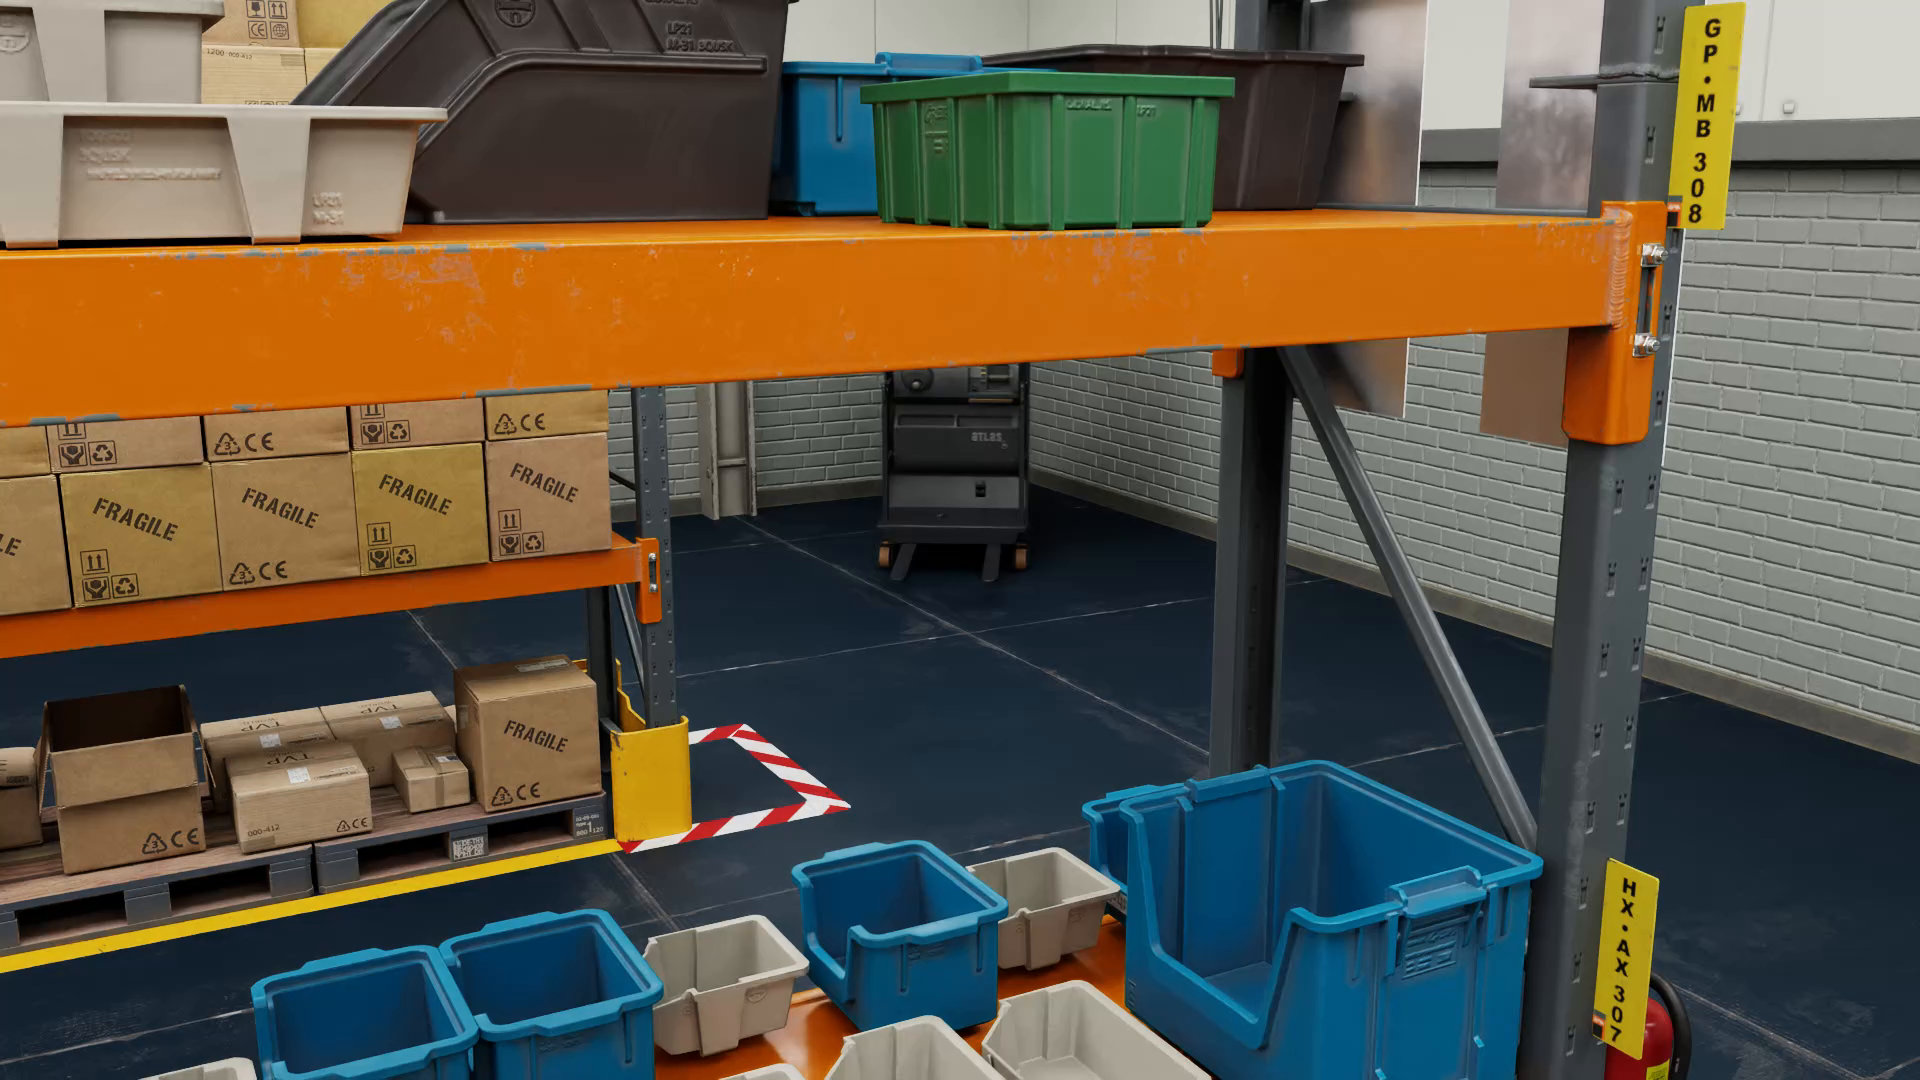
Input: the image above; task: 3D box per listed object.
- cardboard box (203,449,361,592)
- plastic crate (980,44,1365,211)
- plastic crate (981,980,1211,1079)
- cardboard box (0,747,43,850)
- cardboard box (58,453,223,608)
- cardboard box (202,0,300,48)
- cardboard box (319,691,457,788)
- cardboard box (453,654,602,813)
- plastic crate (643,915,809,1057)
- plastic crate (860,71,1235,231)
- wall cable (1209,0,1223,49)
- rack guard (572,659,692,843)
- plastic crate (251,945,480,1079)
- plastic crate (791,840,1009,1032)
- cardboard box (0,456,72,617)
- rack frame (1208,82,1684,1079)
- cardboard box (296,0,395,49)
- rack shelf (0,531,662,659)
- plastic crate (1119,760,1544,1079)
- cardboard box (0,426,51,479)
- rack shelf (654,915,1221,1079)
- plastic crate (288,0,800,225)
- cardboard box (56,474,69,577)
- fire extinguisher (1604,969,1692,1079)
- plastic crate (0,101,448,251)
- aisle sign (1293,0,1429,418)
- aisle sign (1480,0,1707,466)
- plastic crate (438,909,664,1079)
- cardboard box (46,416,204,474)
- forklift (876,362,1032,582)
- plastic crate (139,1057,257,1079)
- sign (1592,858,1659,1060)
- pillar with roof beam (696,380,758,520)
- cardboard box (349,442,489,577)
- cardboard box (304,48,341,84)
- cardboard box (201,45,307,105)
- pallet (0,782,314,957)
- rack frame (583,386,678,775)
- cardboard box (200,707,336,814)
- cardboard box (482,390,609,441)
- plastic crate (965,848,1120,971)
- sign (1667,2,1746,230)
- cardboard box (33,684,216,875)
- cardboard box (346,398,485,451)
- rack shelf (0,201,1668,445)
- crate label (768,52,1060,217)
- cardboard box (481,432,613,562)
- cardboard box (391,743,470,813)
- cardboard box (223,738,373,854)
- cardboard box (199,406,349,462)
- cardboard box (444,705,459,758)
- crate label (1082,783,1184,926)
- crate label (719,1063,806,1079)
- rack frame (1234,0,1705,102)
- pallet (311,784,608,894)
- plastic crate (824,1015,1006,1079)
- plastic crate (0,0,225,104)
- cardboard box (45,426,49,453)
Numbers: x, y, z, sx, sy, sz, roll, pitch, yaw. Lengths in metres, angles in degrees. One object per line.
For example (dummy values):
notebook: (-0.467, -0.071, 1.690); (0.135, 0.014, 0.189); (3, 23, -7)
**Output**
cardboard box: (-2.691, -0.120, 6.583); (0.500, 0.500, 0.500); (-7, 14, -27)
plastic crate: (0.364, -0.735, 3.011); (0.590, 0.269, 0.497); (-7, 14, -28)
plastic crate: (0.207, 0.898, 2.753); (0.243, 0.136, 0.396); (-7, 14, -28)
cardboard box: (-4.023, 1.047, 6.747); (0.500, 0.311, 0.500); (-7, 14, -28)
cardboard box: (-3.134, -0.067, 6.348); (0.500, 0.500, 0.500); (-7, 14, -29)
cardboard box: (-2.845, -2.111, 6.320); (0.500, 0.500, 0.700); (-7, 14, -28)
cardboard box: (-2.587, 0.904, 7.519); (0.500, 0.250, 0.500); (-7, 14, -28)
cardboard box: (-1.894, 0.832, 7.272); (0.500, 0.500, 0.500); (-7, 14, -28)
plastic crate: (-0.456, 0.829, 3.060); (0.298, 0.136, 0.250); (-7, 14, -28)
plastic crate: (0.107, -0.524, 2.255); (0.336, 0.188, 0.450); (-7, 14, -28)
wall cable: (1.224, -3.170, 13.771); (0.112, 2.526, 3.097); (-7, 14, -28)
rack guard: (-1.601, 0.950, 7.749); (0.348, 0.500, 1.175); (-7, 14, -28)
plastic crate: (-0.958, 0.862, 2.690); (0.300, 0.233, 0.416); (-7, 14, -28)
plastic crate: (-0.117, 0.762, 3.138); (0.300, 0.233, 0.416); (-7, 14, -28)
cardboard box: (-3.579, -0.013, 6.109); (0.500, 0.500, 0.500); (-7, 14, -28)
rack frame: (0.836, 0.677, 3.267); (0.127, 3.000, 1.000); (-7, 14, -28)
cardboard box: (-2.457, -2.184, 6.645); (0.500, 0.500, 0.700); (-7, 14, -28)
rack shelf: (-3.290, 0.284, 6.655); (4.000, 0.370, 1.077); (-7, 14, -28)
plastic crate: (0.631, 0.702, 2.940); (0.499, 0.435, 0.616); (-7, 14, -28)
cardboard box: (-3.593, -0.497, 5.981); (0.500, 0.500, 0.500); (-7, 15, -30)
rack shelf: (-0.920, 1.239, 2.411); (4.000, 0.370, 1.077); (-7, 14, -28)
plastic crate: (-0.637, -0.648, 2.466); (0.767, 0.338, 0.504); (-7, 14, -28)
cardboard box: (-3.828, -0.117, 6.567); (0.500, 0.500, 0.500); (-6, 14, -27)
fire extinguisher: (1.186, 0.969, 2.998); (0.183, 0.674, 0.296); (-7, 14, -28)
plastic crate: (-0.859, -0.392, 1.788); (0.530, 0.136, 0.437); (-7, 14, -28)
aisle sign: (0.756, -0.656, 3.270); (0.004, 0.787, 0.394); (-7, 14, -28)
aisle sign: (1.039, -0.542, 2.764); (0.004, 0.787, 0.394); (-7, 14, -28)
plastic crate: (-0.695, 0.831, 2.830); (0.300, 0.233, 0.416); (-7, 14, -28)
cardboard box: (-3.140, -0.552, 6.223); (0.500, 0.500, 0.500); (-6, 14, -26)
forklift: (-0.035, -1.279, 12.116); (1.130, 2.935, 3.031); (1, 13, 3)
plastic crate: (-1.291, 0.957, 2.491); (0.466, 0.136, 0.293); (-7, 14, -28)
sign: (1.113, 0.702, 2.786); (0.005, 0.325, 0.100); (-7, 14, -28)
pillar with roof beam: (0.107, -3.780, 9.408); (0.400, 9.000, 9.100); (-7, 14, -28)
cardboard box: (-2.251, -0.171, 6.812); (0.500, 0.500, 0.500); (-7, 14, -27)
cardboard box: (-2.302, -1.756, 6.450); (0.500, 0.250, 0.500); (-7, 14, -28)
cardboard box: (-2.743, -1.704, 6.220); (0.500, 0.250, 0.500); (-7, 14, -28)
pallet: (-3.370, 1.303, 6.841); (1.213, 0.211, 1.003); (-7, 14, -28)
rack frame: (-1.535, -0.278, 7.511); (0.127, 3.000, 1.000); (-7, 14, -28)
cardboard box: (-3.025, 0.957, 7.285); (0.500, 0.250, 0.500); (-7, 14, -28)
cardboard box: (-1.793, -0.714, 6.946); (0.500, 0.500, 0.500); (-7, 14, -28)
plastic crate: (0.140, 0.757, 3.377); (0.298, 0.136, 0.250); (-7, 14, -28)
sign: (1.113, -0.631, 2.486); (0.005, 0.325, 0.100); (-7, 14, -28)
cardboard box: (-3.399, 0.948, 6.749); (0.637, 0.503, 0.797); (-7, 14, -28)
cardboard box: (-2.237, -0.661, 6.709); (0.500, 0.500, 0.500); (-6, 14, -26)
rack shelf: (-0.920, -0.225, 2.082); (4.000, 0.370, 1.077); (-7, 14, -28)
crate label: (-0.129, -0.679, 2.799); (0.502, 0.251, 0.408); (-7, 14, -28)
cardboard box: (-1.797, -0.227, 7.057); (0.500, 0.500, 0.500); (-6, 14, -26)
cardboard box: (-2.292, 1.020, 7.196); (0.250, 0.166, 0.380); (-7, 14, -28)
cardboard box: (-2.742, 1.048, 6.881); (0.500, 0.250, 0.500); (-7, 14, -28)
cardboard box: (-2.689, -0.606, 6.463); (0.500, 0.500, 0.500); (-6, 14, -26)
cardboard box: (-2.286, 0.894, 7.755); (0.250, 0.166, 0.380); (-7, 14, -28)
crate label: (0.461, 0.692, 3.445); (0.303, 0.233, 0.416); (-7, 14, -28)
crate label: (-0.288, 0.959, 2.479); (0.243, 0.136, 0.396); (-7, 14, -28)
rack frame: (0.836, -2.249, 2.608); (0.127, 3.000, 1.000); (-7, 14, -28)
pallet: (-2.301, 1.175, 7.408); (1.213, 0.211, 1.003); (-7, 14, -28)
plastic crate: (-0.055, 0.925, 2.630); (0.243, 0.136, 0.396); (-7, 14, -28)
plastic crate: (-1.258, -0.554, 2.179); (0.530, 0.282, 0.437); (-7, 14, -28)
cardboard box: (-3.835, -0.604, 6.455); (0.500, 0.500, 0.500); (-7, 14, -27)
